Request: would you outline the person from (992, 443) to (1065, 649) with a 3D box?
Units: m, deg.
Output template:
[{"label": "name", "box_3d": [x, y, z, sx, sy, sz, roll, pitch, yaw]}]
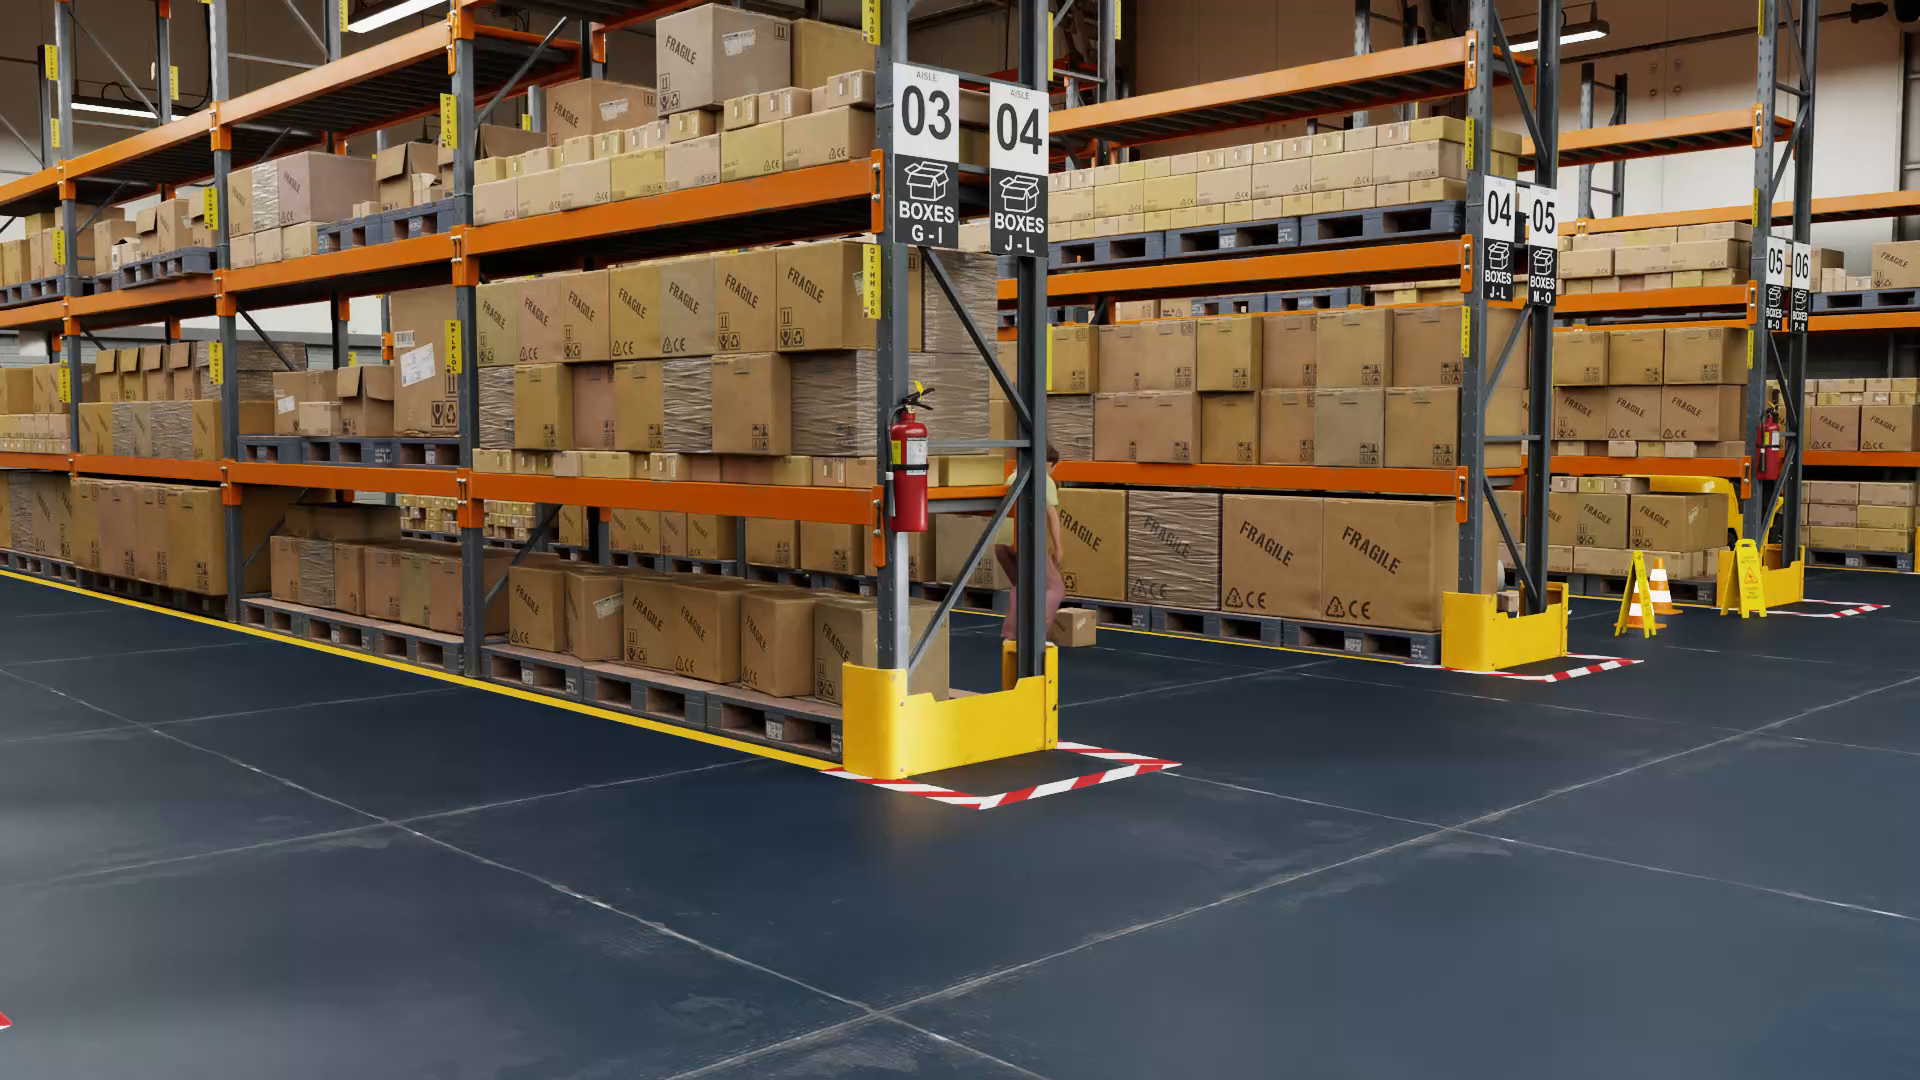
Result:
[{"label": "person", "box_3d": [0.483, 0.052, 11.792, 0.575, 1.469, 0.504, -4, 6, -43]}]
